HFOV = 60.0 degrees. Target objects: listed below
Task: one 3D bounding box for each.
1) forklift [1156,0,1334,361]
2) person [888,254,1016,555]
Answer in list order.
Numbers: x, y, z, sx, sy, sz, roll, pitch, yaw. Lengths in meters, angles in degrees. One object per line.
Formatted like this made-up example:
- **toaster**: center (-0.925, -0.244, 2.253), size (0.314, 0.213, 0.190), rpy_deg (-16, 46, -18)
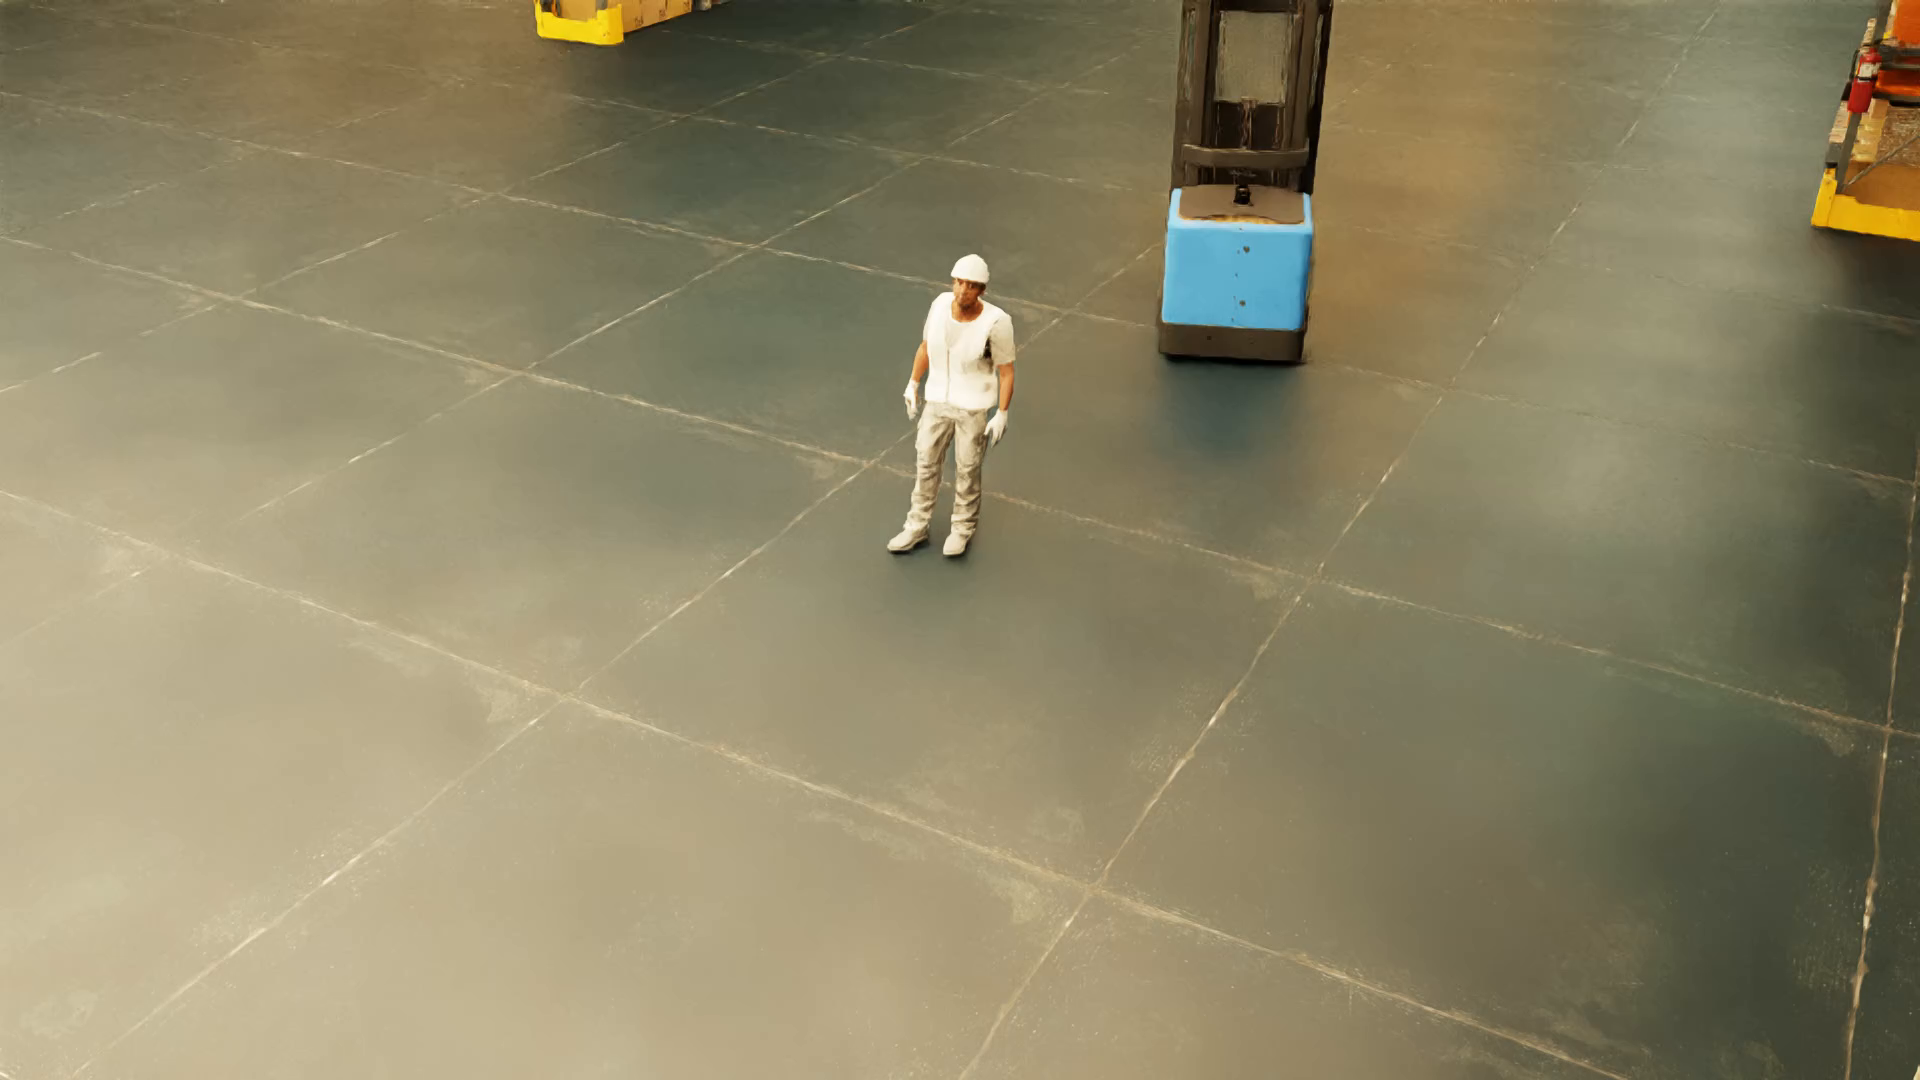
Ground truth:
- **forklift**: center (2.207, -3.293, 12.777), size (1.130, 2.935, 3.031), rpy_deg (4, 30, 8)
- **person**: center (-0.042, -0.749, 9.502), size (0.655, 1.782, 0.576), rpy_deg (15, 33, 25)
